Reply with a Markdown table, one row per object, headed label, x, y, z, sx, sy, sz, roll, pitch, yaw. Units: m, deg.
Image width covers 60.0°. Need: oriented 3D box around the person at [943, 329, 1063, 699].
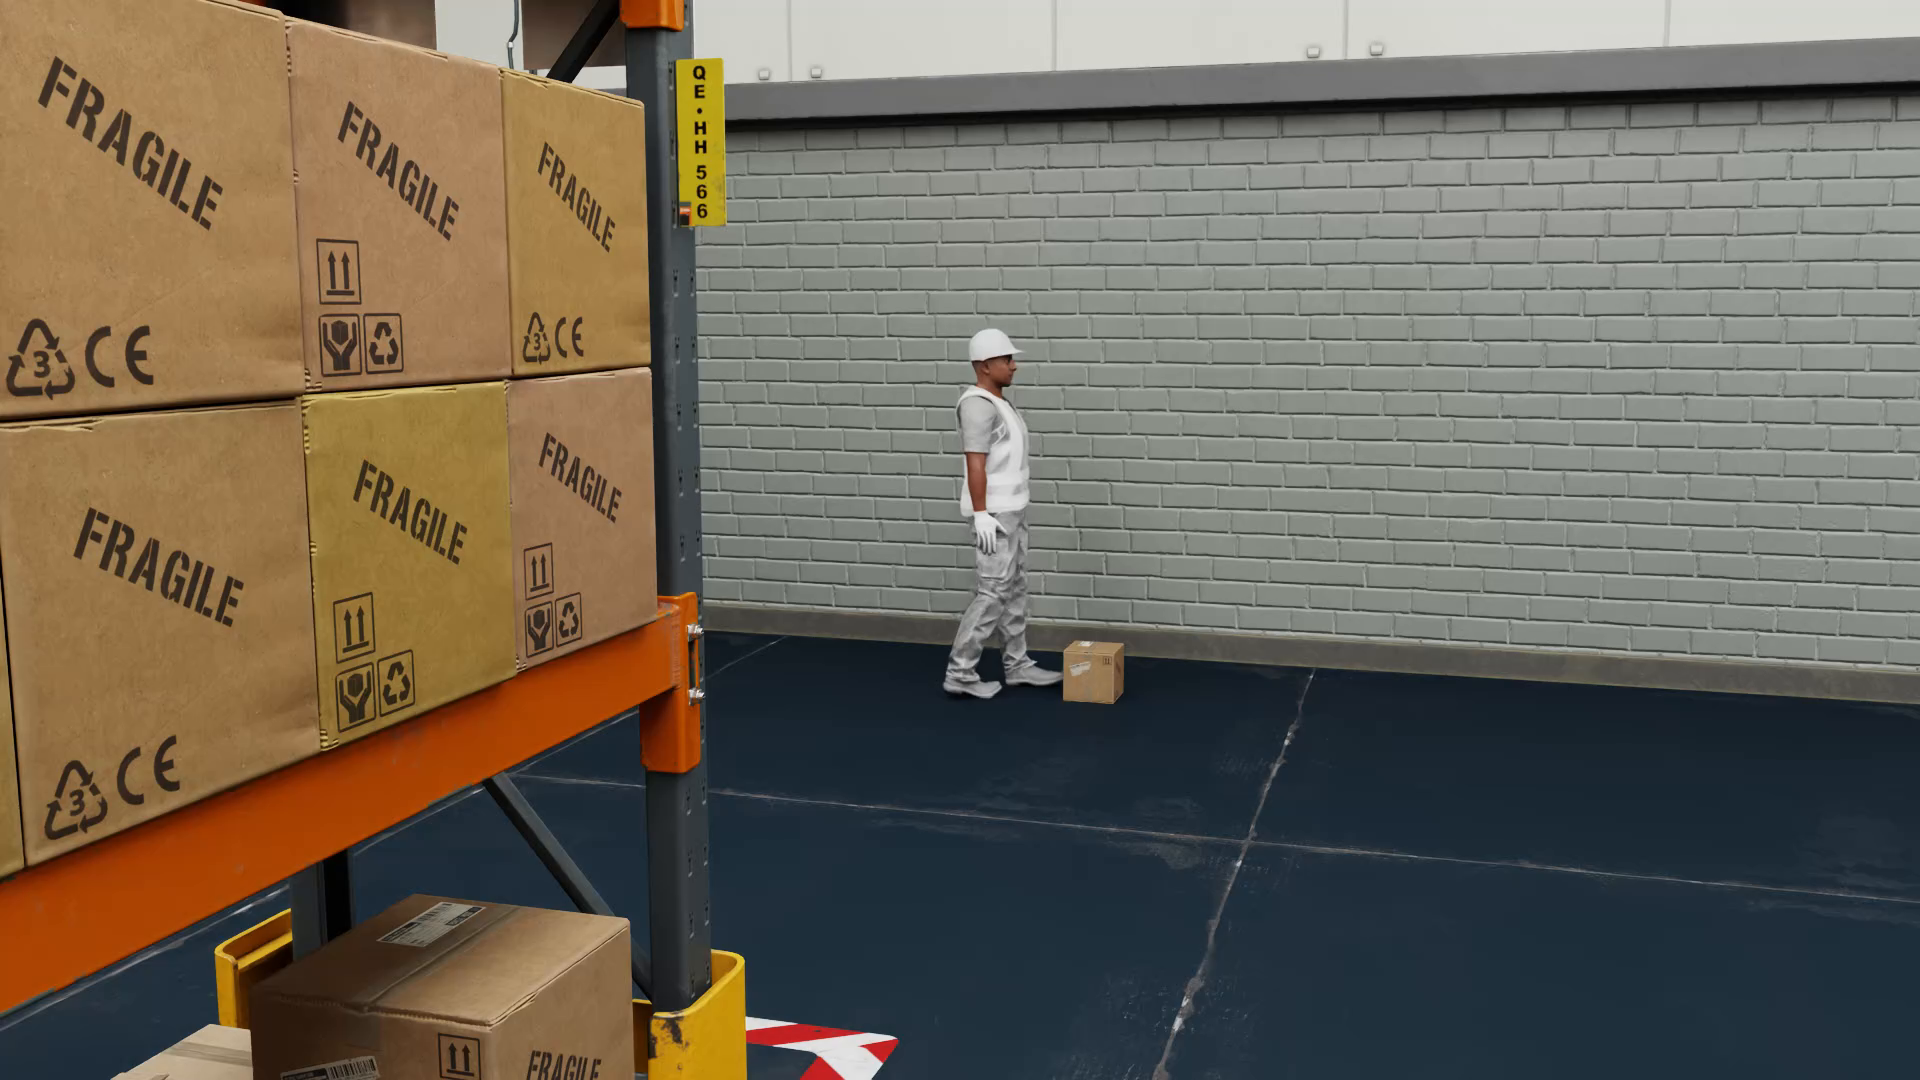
| label | x | y | z | sx | sy | sz | roll | pitch | yaw |
| --- | --- | --- | --- | --- | --- | --- | --- | --- | --- |
| person | 0.229 | -0.135 | 8.163 | 0.562 | 1.788 | 0.579 | 1 | 8 | 10 |
